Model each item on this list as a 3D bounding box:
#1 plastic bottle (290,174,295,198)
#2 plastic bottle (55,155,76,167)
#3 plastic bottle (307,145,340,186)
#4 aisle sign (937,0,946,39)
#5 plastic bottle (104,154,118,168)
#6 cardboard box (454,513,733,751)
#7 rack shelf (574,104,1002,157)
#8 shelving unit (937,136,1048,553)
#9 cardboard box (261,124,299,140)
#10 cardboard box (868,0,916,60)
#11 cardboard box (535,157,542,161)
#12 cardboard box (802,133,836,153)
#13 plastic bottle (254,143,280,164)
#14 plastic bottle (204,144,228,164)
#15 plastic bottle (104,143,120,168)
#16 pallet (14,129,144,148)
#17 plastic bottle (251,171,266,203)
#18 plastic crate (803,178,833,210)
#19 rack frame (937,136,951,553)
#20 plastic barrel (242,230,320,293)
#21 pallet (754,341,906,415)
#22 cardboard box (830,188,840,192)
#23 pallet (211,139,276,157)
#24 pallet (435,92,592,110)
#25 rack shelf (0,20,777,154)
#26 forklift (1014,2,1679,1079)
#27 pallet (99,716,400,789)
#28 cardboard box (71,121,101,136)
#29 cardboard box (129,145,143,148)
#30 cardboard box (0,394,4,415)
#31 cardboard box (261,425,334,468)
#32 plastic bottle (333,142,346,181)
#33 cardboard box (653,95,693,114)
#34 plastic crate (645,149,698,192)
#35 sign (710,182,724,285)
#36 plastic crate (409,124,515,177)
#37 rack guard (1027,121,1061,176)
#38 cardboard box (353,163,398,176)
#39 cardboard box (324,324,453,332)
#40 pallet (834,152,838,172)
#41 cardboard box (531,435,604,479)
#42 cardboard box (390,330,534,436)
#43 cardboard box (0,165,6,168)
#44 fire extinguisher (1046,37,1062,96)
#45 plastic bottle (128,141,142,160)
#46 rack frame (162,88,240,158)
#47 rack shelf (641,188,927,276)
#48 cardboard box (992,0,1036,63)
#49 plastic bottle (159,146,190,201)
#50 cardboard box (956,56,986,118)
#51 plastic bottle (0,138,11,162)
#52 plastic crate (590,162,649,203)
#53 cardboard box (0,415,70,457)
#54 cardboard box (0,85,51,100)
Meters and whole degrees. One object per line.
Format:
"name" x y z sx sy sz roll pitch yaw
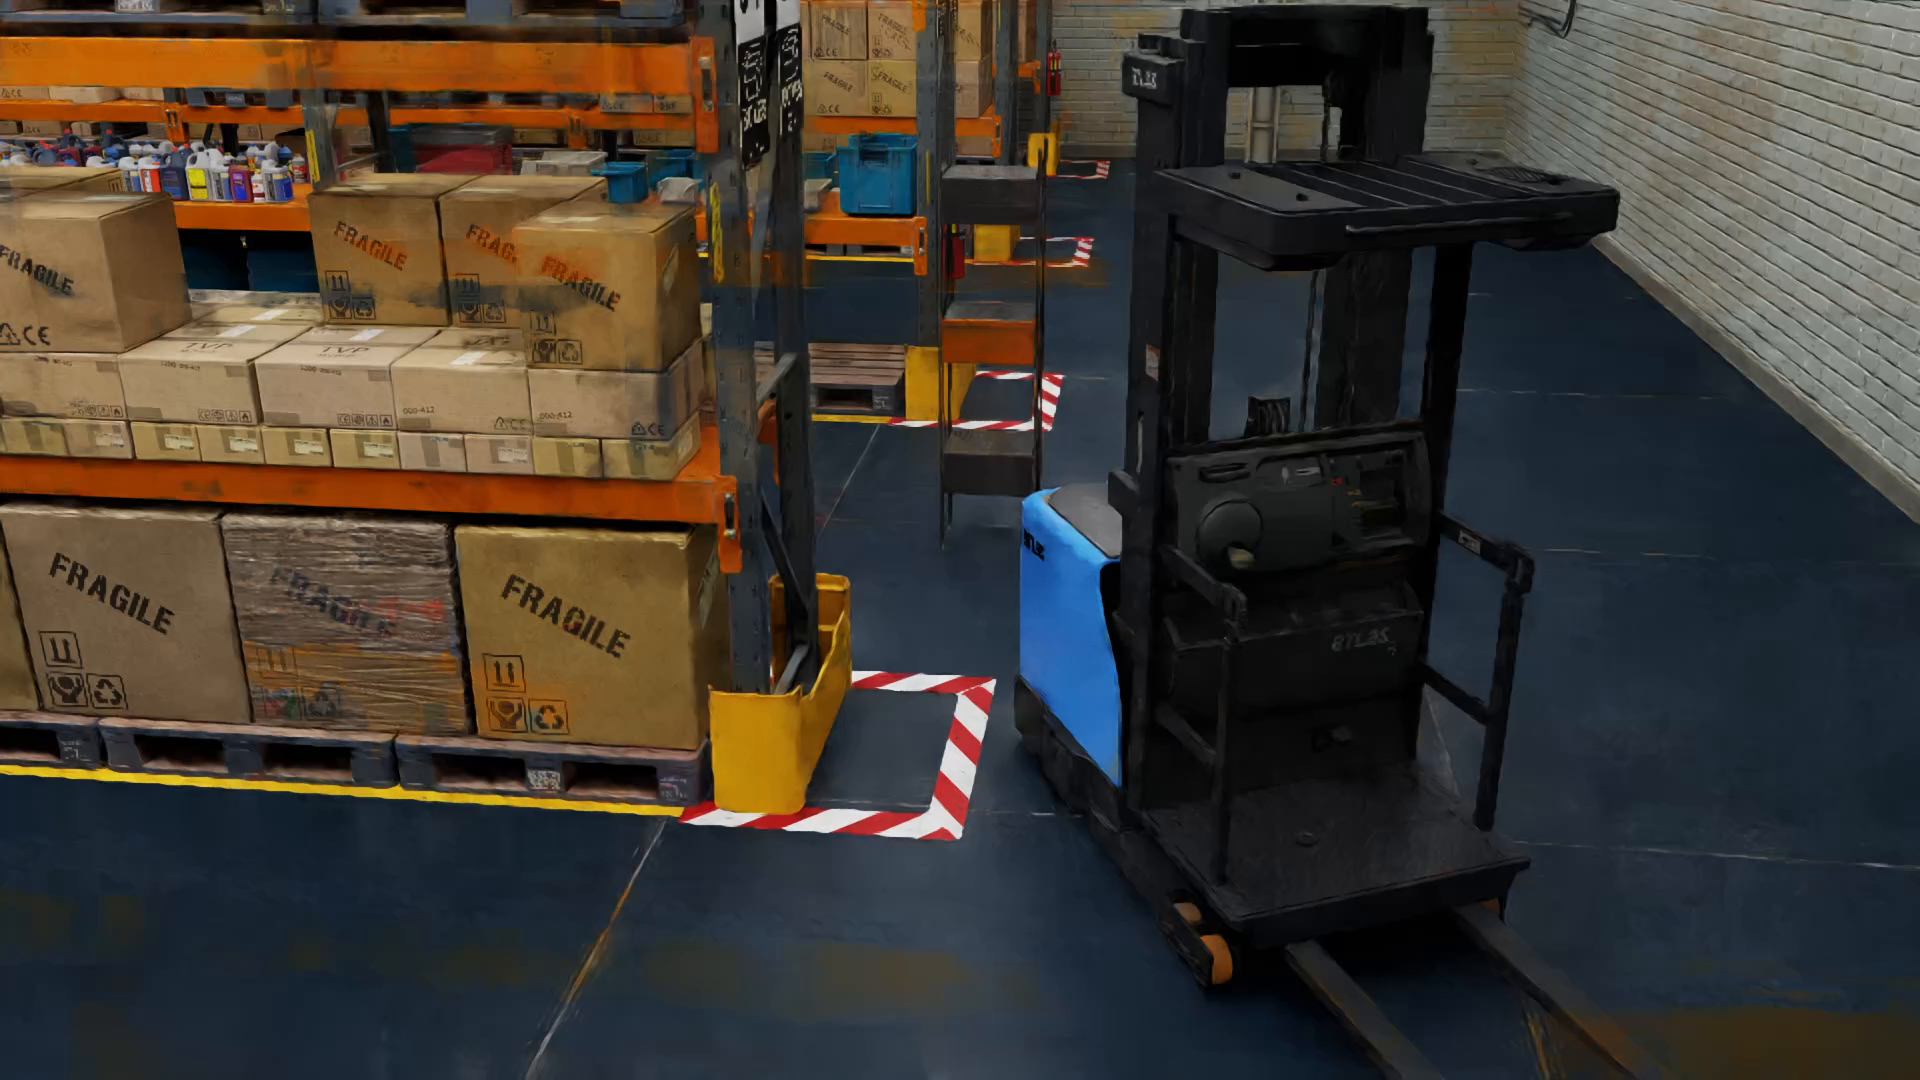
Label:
"plastic bottle" -4.555 -2.406 11.217 0.097 0.201 0.097 0 22 0
"plastic bottle" -6.014 -2.445 11.203 0.133 0.283 0.061 2 22 6
"plastic bottle" -4.473 -2.666 11.670 0.185 0.351 0.144 2 22 6
"aisle sign" -0.113 -3.479 10.124 0.004 0.787 0.394 2 22 6
"plastic bottle" -5.783 -2.492 11.339 0.097 0.271 0.097 0 22 0
"cardboard box" -1.378 0.222 6.616 0.875 0.875 0.875 2 22 6
"rack shelf" -1.549 -3.941 15.806 4.000 0.370 1.077 2 22 6
"shelving unit" 0.164 -0.969 8.536 0.503 2.100 0.431 2 22 6
"cardboard box" -8.644 -5.474 21.507 0.500 0.500 0.700 2 22 6
"cardboard box" -0.539 -4.641 15.102 0.500 0.500 0.500 3 22 8
"cardboard box" -3.987 -3.514 16.549 0.500 0.500 0.500 2 22 4
"cardboard box" -1.727 -5.111 20.616 0.500 0.500 0.700 2 22 6
"plastic bottle" -4.900 -2.671 11.784 0.135 0.276 0.152 2 22 6
"plastic bottle" -5.056 -2.503 11.259 0.185 0.351 0.144 2 22 6
"plastic bottle" -6.009 -2.674 11.798 0.097 0.271 0.097 0 22 0
"pallet" -11.571 -5.236 21.897 1.213 0.211 1.003 2 22 6
"plastic bottle" -4.670 -2.355 11.087 0.097 0.201 0.097 0 22 0
"plastic crate" -0.981 -2.255 10.840 0.243 0.136 0.396 2 22 6
"rack frame" -0.078 -0.980 8.562 0.015 2.100 0.400 2 22 6
"plastic barrel" -4.660 -1.803 11.702 0.708 0.901 0.600 2 22 6
"pallet" -0.964 -1.133 11.520 1.213 0.211 1.003 2 22 6
"cardboard box" -1.063 -3.285 16.310 0.500 0.250 0.500 2 22 6
"pallet" -8.912 -5.135 21.641 1.213 0.211 1.003 2 22 6
"pallet" -4.316 -4.347 16.116 1.213 0.211 1.003 2 22 6
"rack shelf" -2.719 -1.719 6.106 4.000 0.370 1.077 2 22 6
"forklift" 1.187 -0.103 5.213 1.130 2.935 3.031 -7 23 -18
"pallet" -2.744 0.665 6.971 1.213 0.211 1.003 2 22 6
"cardboard box" -11.435 -5.416 21.814 0.250 0.166 0.380 0 22 -1
"cardboard box" -8.516 -3.862 17.034 0.500 0.311 0.500 2 22 5
"cardboard box" -3.776 -0.674 6.365 0.500 0.250 0.500 2 22 6
"cardboard box" -2.397 -0.405 6.226 0.250 0.149 0.380 3 22 6
"plastic bottle" -4.436 -2.671 11.774 0.133 0.283 0.061 2 22 6
"cardboard box" -2.552 -4.266 15.514 0.500 0.500 0.500 3 22 7
"plastic crate" -1.962 -2.531 11.409 0.300 0.233 0.416 2 22 6
"sign" -0.810 -1.023 5.551 0.005 0.325 0.100 2 22 6
"plastic crate" -3.265 -2.481 10.967 0.583 0.464 0.402 2 22 6
"rack guard" 1.040 -4.834 20.487 0.348 0.500 1.175 2 22 6
"cardboard box" -5.552 -3.388 16.231 0.500 0.500 0.500 2 22 4
"cardboard box" -2.193 -0.803 6.691 0.500 0.250 0.500 2 22 4
"pallet" -0.995 -4.760 20.694 1.213 0.211 1.003 2 22 6
"cardboard box" -1.383 -0.361 6.115 0.250 0.149 0.380 3 22 7
"cardboard box" -1.749 -0.587 6.144 0.500 0.250 0.500 2 22 5
"cardboard box" -4.217 -1.240 6.776 0.500 0.500 0.500 3 22 8
"fire extinguisher" 1.112 -5.613 19.670 0.183 0.674 0.296 2 22 6
"plastic bottle" -5.895 -2.722 11.920 0.097 0.271 0.097 0 22 0
"rack frame" -7.507 -4.535 16.330 0.127 3.000 1.000 2 22 6
"rack shelf" -2.136 -2.132 11.232 4.000 0.370 1.077 2 22 6
"cardboard box" 0.509 -6.155 20.021 0.700 0.700 0.980 3 22 9
"plastic bottle" -5.257 -2.459 11.146 0.185 0.351 0.144 2 22 6
"cardboard box" -0.040 -4.155 15.234 0.500 0.500 0.500 3 22 8
"plastic bottle" -6.914 -2.766 12.032 0.097 0.271 0.097 0 22 0
"plastic crate" -2.219 -2.326 10.889 0.300 0.233 0.416 2 22 6
"cardboard box" -3.412 -0.450 6.339 0.250 0.149 0.380 2 22 6
"cardboard box" -9.176 -4.648 16.481 0.500 0.500 0.500 1 22 3
